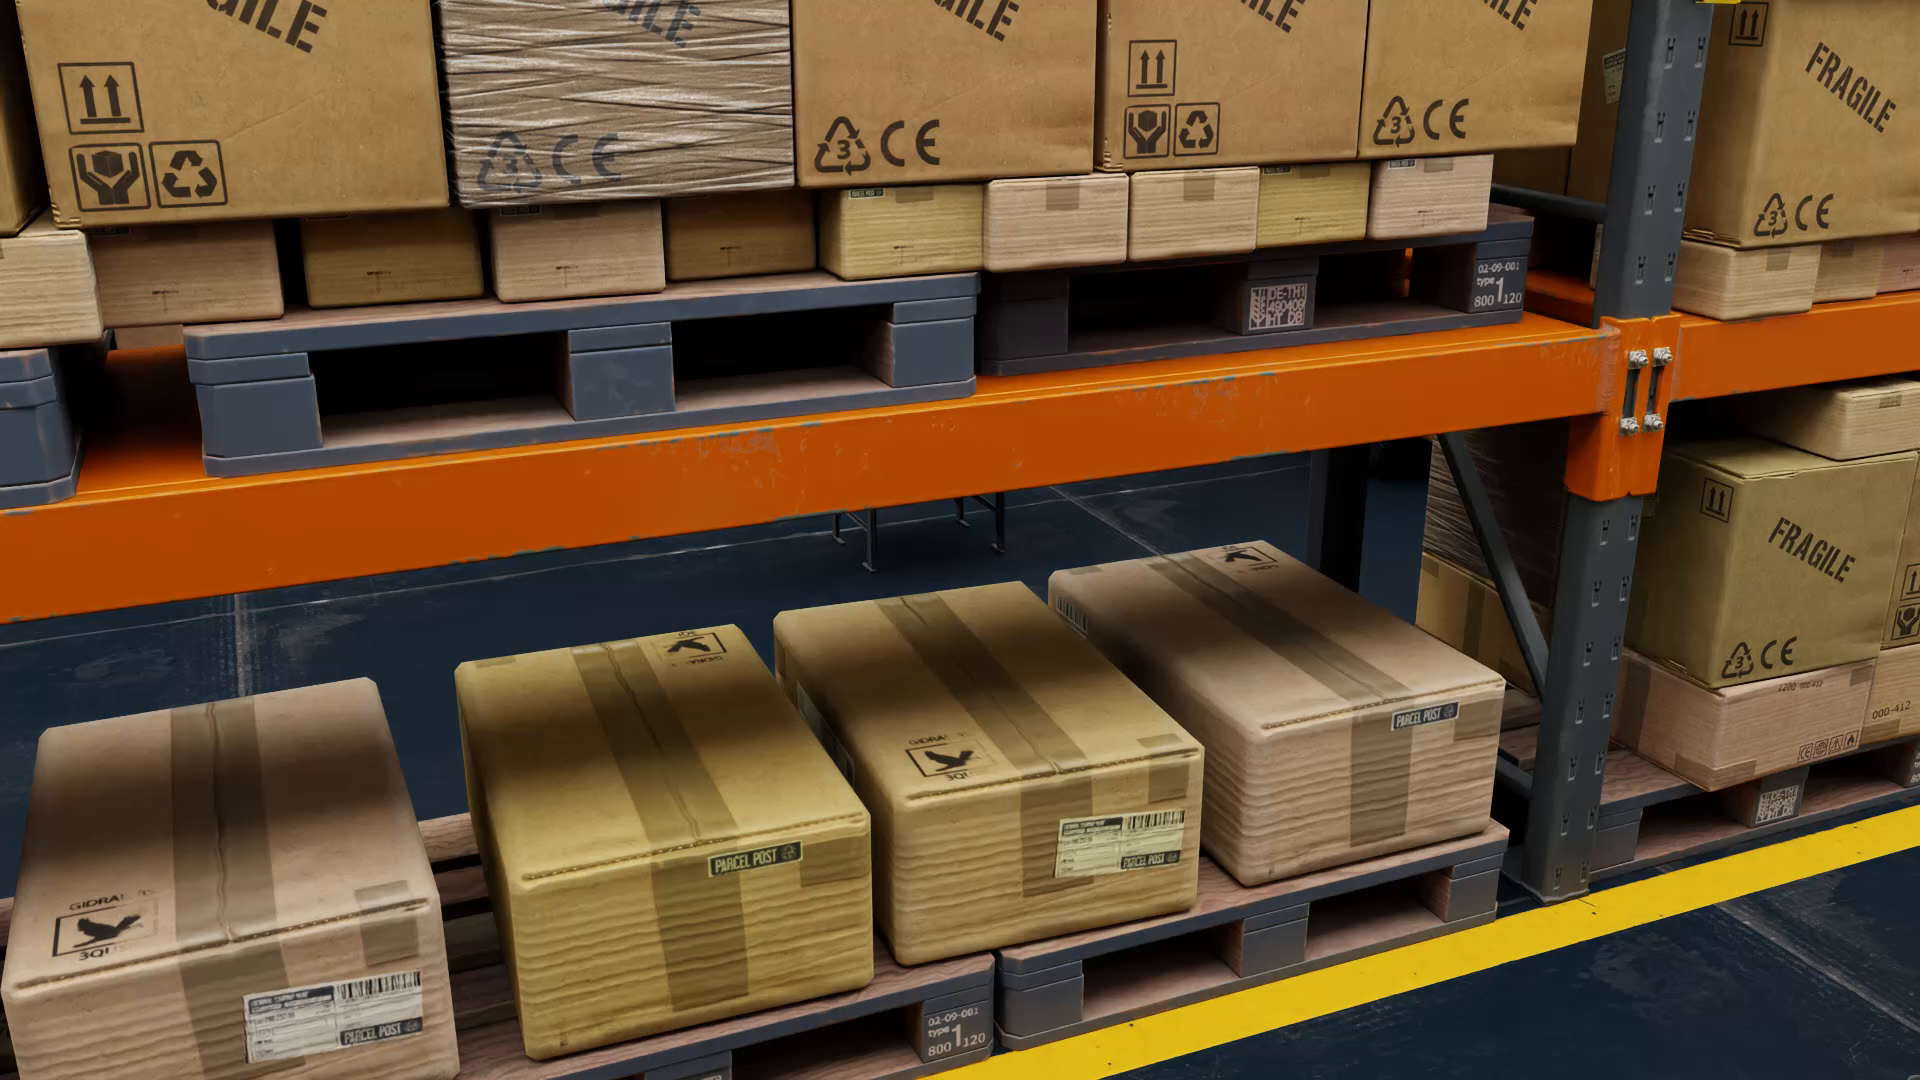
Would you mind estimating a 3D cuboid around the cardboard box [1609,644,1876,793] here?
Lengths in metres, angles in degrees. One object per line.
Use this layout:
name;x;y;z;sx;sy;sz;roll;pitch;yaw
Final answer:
cardboard box;1.809;0.346;4.031;0.500;0.250;0.500;-9;21;-24

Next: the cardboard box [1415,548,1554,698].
cardboard box;1.597;0.182;4.498;0.500;0.250;0.500;-7;21;-19

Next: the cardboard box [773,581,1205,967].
cardboard box;0.021;0.449;3.554;0.625;0.372;0.950;-7;21;-19

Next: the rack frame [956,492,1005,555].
rack frame;0.072;-1.001;5.703;0.015;2.100;0.400;-8;21;-22

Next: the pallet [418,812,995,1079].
pallet;-0.676;0.822;3.369;1.213;0.211;1.003;-8;21;-22

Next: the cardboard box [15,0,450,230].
cardboard box;-1.047;-0.748;2.400;0.500;0.500;0.500;-8;21;-21

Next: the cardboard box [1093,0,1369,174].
cardboard box;0.373;-0.947;2.964;0.500;0.500;0.500;-8;21;-22

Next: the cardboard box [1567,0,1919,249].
cardboard box;1.675;-0.918;3.514;0.500;0.500;0.500;-8;21;-22

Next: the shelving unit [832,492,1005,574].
shelving unit;-0.152;-0.969;5.611;0.503;2.100;0.431;-8;21;-22

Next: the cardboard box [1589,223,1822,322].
cardboard box;1.577;-0.583;3.539;0.250;0.149;0.380;-8;21;-22

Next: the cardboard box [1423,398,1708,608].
cardboard box;1.598;-0.172;4.373;0.500;0.500;0.500;-8;21;-23

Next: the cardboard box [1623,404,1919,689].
cardboard box;1.809;-0.008;3.906;0.500;0.500;0.500;-7;21;-19

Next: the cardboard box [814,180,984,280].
cardboard box;-0.145;-0.555;2.829;0.250;0.149;0.380;-8;21;-22

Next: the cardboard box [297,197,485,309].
cardboard box;-0.903;-0.480;2.616;0.250;0.149;0.380;-7;21;-20

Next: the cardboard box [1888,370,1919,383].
cardboard box;2.419;-0.380;3.987;0.250;0.149;0.380;-7;21;-20

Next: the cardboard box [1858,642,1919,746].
cardboard box;2.295;0.272;4.240;0.500;0.250;0.500;-7;21;-19

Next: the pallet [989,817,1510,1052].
pallet;0.446;0.661;3.828;1.213;0.211;1.003;-8;21;-22

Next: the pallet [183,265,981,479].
pallet;-0.711;-0.414;2.969;1.213;0.211;1.003;-8;21;-22

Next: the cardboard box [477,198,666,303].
cardboard box;-0.637;-0.495;2.657;0.250;0.149;0.380;-7;21;-20

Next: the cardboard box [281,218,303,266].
cardboard box;-1.111;-0.596;2.943;0.250;0.149;0.380;-8;21;-22

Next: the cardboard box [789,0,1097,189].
cardboard box;-0.104;-0.881;2.776;0.500;0.500;0.500;-7;21;-20

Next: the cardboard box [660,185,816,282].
cardboard box;-0.428;-0.552;2.820;0.250;0.149;0.380;-9;21;-24

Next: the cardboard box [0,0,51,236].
cardboard box;-1.532;-0.676;2.195;0.500;0.500;0.500;-7;21;-19

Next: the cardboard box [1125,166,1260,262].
cardboard box;0.326;-0.611;2.987;0.250;0.149;0.380;-9;21;-23

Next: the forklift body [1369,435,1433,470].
forklift body;1.845;-1.591;7.302;1.214;2.155;2.313;-8;21;-22

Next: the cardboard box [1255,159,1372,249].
cardboard box;0.548;-0.656;3.114;0.250;0.149;0.380;-9;21;-24

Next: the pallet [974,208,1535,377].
pallet;0.401;-0.611;3.529;1.213;0.211;1.003;-8;21;-22

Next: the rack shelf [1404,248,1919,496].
rack shelf;2.997;-0.681;4.524;4.000;0.370;1.077;-8;21;-22

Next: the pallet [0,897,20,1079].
pallet;-1.794;0.982;2.916;1.213;0.211;1.003;-8;21;-22

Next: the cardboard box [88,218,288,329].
cardboard box;-1.147;-0.431;2.476;0.250;0.149;0.380;-7;21;-19

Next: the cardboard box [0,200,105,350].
cardboard box;-1.337;-0.376;2.319;0.250;0.149;0.380;-8;21;-22

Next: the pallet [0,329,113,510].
pallet;-1.900;-0.267;2.553;1.003;0.211;1.213;-8;21;-22

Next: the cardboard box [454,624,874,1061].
cardboard box;-0.617;0.541;3.293;0.625;0.372;0.950;-7;21;-20

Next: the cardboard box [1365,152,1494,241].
cardboard box;0.798;-0.685;3.198;0.250;0.149;0.380;-8;21;-21

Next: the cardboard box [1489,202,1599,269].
cardboard box;1.335;-0.774;4.083;0.250;0.149;0.380;-8;21;-22

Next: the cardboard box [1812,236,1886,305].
cardboard box;1.788;-0.632;3.678;0.250;0.149;0.380;-8;21;-20

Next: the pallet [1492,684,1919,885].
pallet;1.763;0.459;4.402;1.213;0.211;1.003;-8;21;-22

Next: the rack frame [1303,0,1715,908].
rack frame;1.161;-0.758;3.657;0.127;3.000;1.000;-8;21;-22

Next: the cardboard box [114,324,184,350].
cardboard box;-3.307;-0.989;7.257;0.625;0.625;0.875;-7;21;-20

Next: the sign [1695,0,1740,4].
sign;1.384;-1.135;2.985;0.005;0.325;0.100;-8;21;-22

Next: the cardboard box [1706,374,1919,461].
cardboard box;1.948;-0.312;3.793;0.250;0.149;0.380;-8;21;-21

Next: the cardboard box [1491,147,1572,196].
cardboard box;1.470;-1.079;3.972;0.500;0.500;0.500;-9;21;-23

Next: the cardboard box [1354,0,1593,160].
cardboard box;0.827;-1.012;3.150;0.500;0.500;0.500;-9;21;-23

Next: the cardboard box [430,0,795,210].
cardboard box;-0.584;-0.812;2.580;0.500;0.500;0.500;-9;21;-24

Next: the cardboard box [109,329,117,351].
cardboard box;-3.904;-0.900;7.006;0.625;0.625;0.875;-7;21;-20

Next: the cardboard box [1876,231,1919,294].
cardboard box;2.020;-0.676;3.804;0.250;0.149;0.380;-8;21;-22

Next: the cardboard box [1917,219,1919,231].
cardboard box;2.127;-0.991;3.722;0.500;0.500;0.500;-8;21;-22

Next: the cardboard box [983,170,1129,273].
cardboard box;0.093;-0.577;2.889;0.250;0.149;0.380;-8;21;-21

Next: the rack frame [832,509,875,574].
rack frame;-0.376;-0.937;5.520;0.015;2.100;0.400;-8;21;-22

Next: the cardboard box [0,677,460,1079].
cardboard box;-1.315;0.639;3.014;0.625;0.372;0.950;-9;21;-23

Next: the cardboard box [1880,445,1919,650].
cardboard box;2.296;-0.082;4.116;0.500;0.500;0.500;-7;21;-20

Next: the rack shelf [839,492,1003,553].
rack shelf;-0.152;-0.295;5.848;0.480;0.518;0.431;-8;21;-22

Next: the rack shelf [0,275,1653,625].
rack shelf;-0.676;-0.155;3.029;4.000;0.370;1.077;-8;21;-22

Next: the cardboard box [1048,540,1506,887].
cardboard box;0.680;0.354;3.826;0.625;0.372;0.950;-8;21;-21
